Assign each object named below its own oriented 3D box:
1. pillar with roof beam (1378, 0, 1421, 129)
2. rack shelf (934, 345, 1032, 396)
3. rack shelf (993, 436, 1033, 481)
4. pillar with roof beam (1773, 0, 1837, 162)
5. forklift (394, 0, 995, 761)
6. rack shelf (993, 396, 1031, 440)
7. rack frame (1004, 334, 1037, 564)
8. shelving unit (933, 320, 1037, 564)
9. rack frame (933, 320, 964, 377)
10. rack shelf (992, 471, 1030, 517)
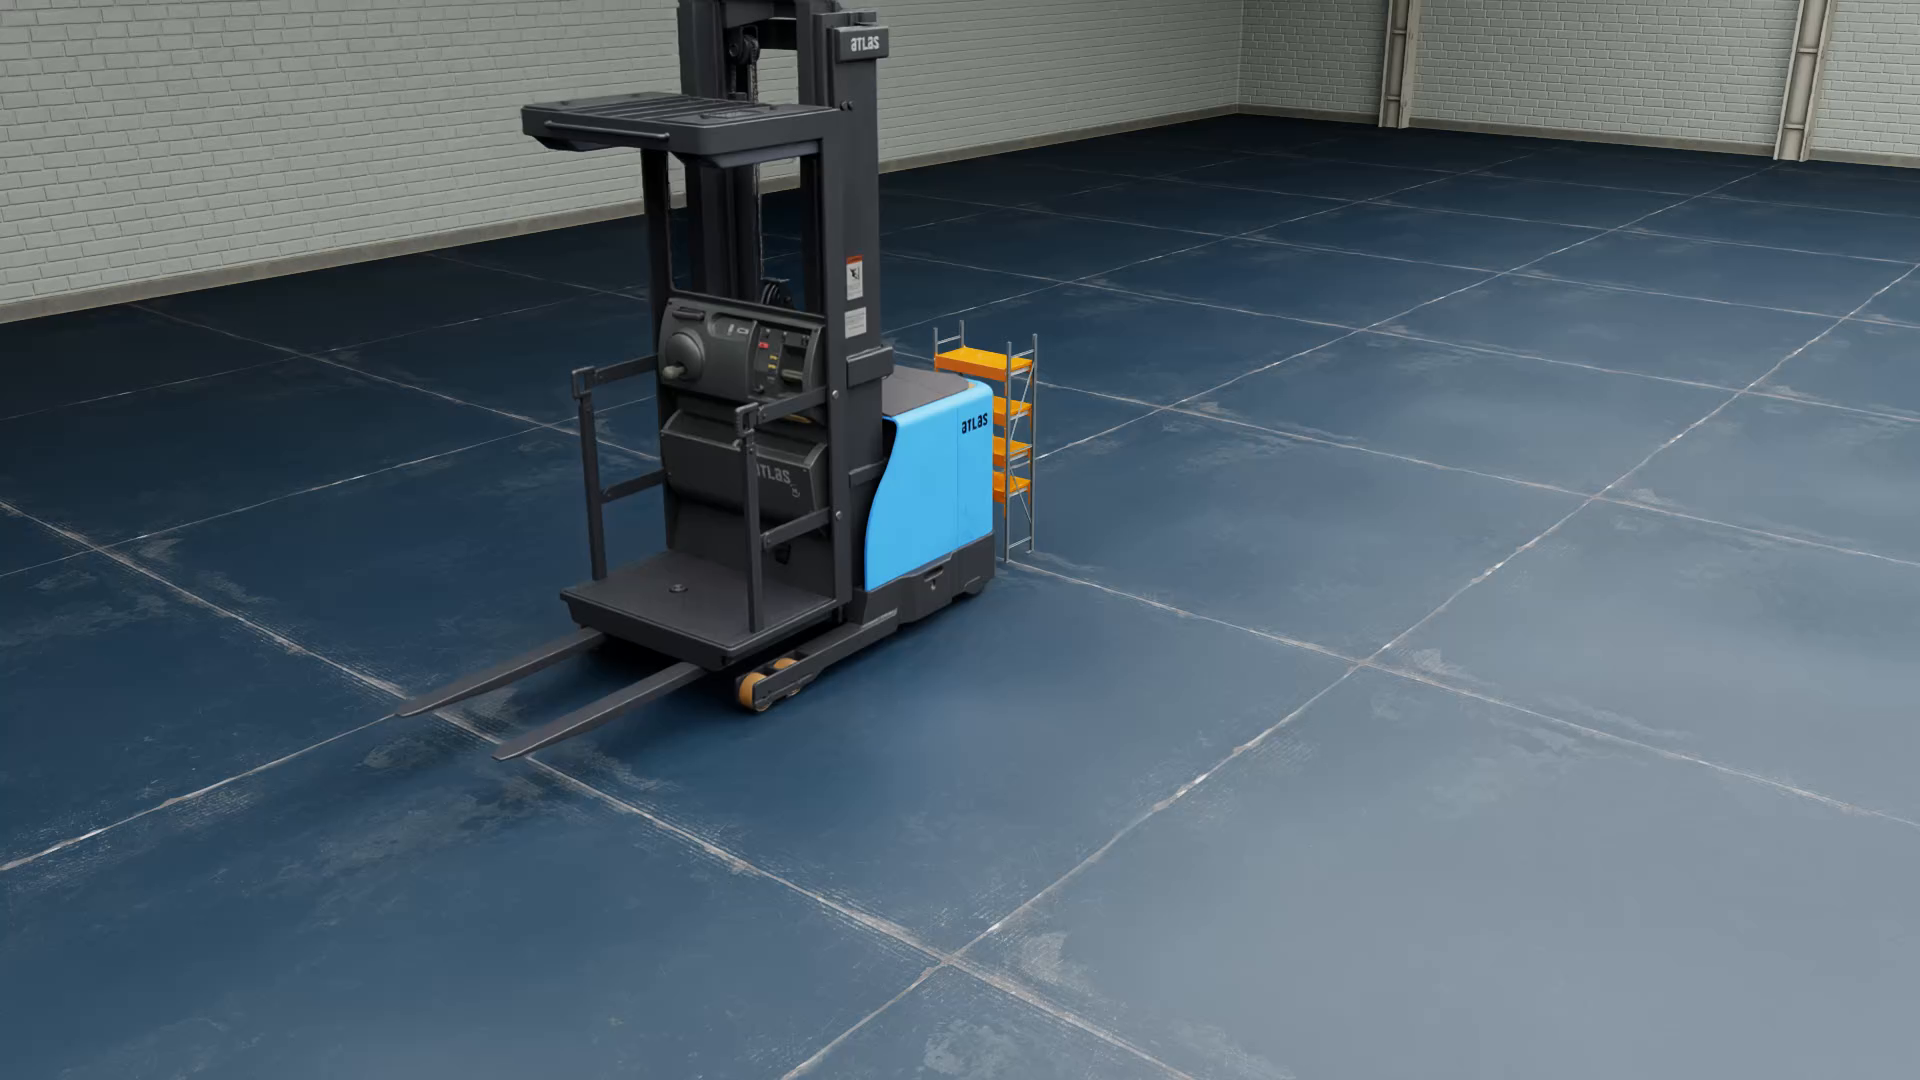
[{"bbox_3d":[4.291,-9.717,22.183,0.400,9.000,9.100,16,26,36],"label":"pillar with roof beam"},{"bbox_3d":[0.128,-0.892,8.720,0.480,0.148,0.258,16,26,36],"label":"rack shelf"},{"bbox_3d":[0.128,-0.462,8.882,0.480,0.148,0.258,16,26,36],"label":"rack shelf"},{"bbox_3d":[8.939,-8.379,18.634,0.400,9.000,9.100,16,26,36],"label":"pillar with roof beam"},{"bbox_3d":[-1.106,-0.824,7.199,1.130,2.935,3.031,15,25,34],"label":"forklift"},{"bbox_3d":[0.128,-0.671,8.803,0.480,0.148,0.258,16,26,36],"label":"rack shelf"},{"bbox_3d":[0.317,-0.470,8.714,0.015,1.200,0.240,16,26,36],"label":"rack frame"},{"bbox_3d":[0.128,-0.524,8.859,0.503,1.200,0.258,16,26,36],"label":"shelving unit"},{"bbox_3d":[-0.061,-0.579,9.003,0.015,1.200,0.240,16,26,36],"label":"rack frame"},{"bbox_3d":[0.128,-0.276,8.952,0.480,0.148,0.258,16,26,36],"label":"rack shelf"}]
